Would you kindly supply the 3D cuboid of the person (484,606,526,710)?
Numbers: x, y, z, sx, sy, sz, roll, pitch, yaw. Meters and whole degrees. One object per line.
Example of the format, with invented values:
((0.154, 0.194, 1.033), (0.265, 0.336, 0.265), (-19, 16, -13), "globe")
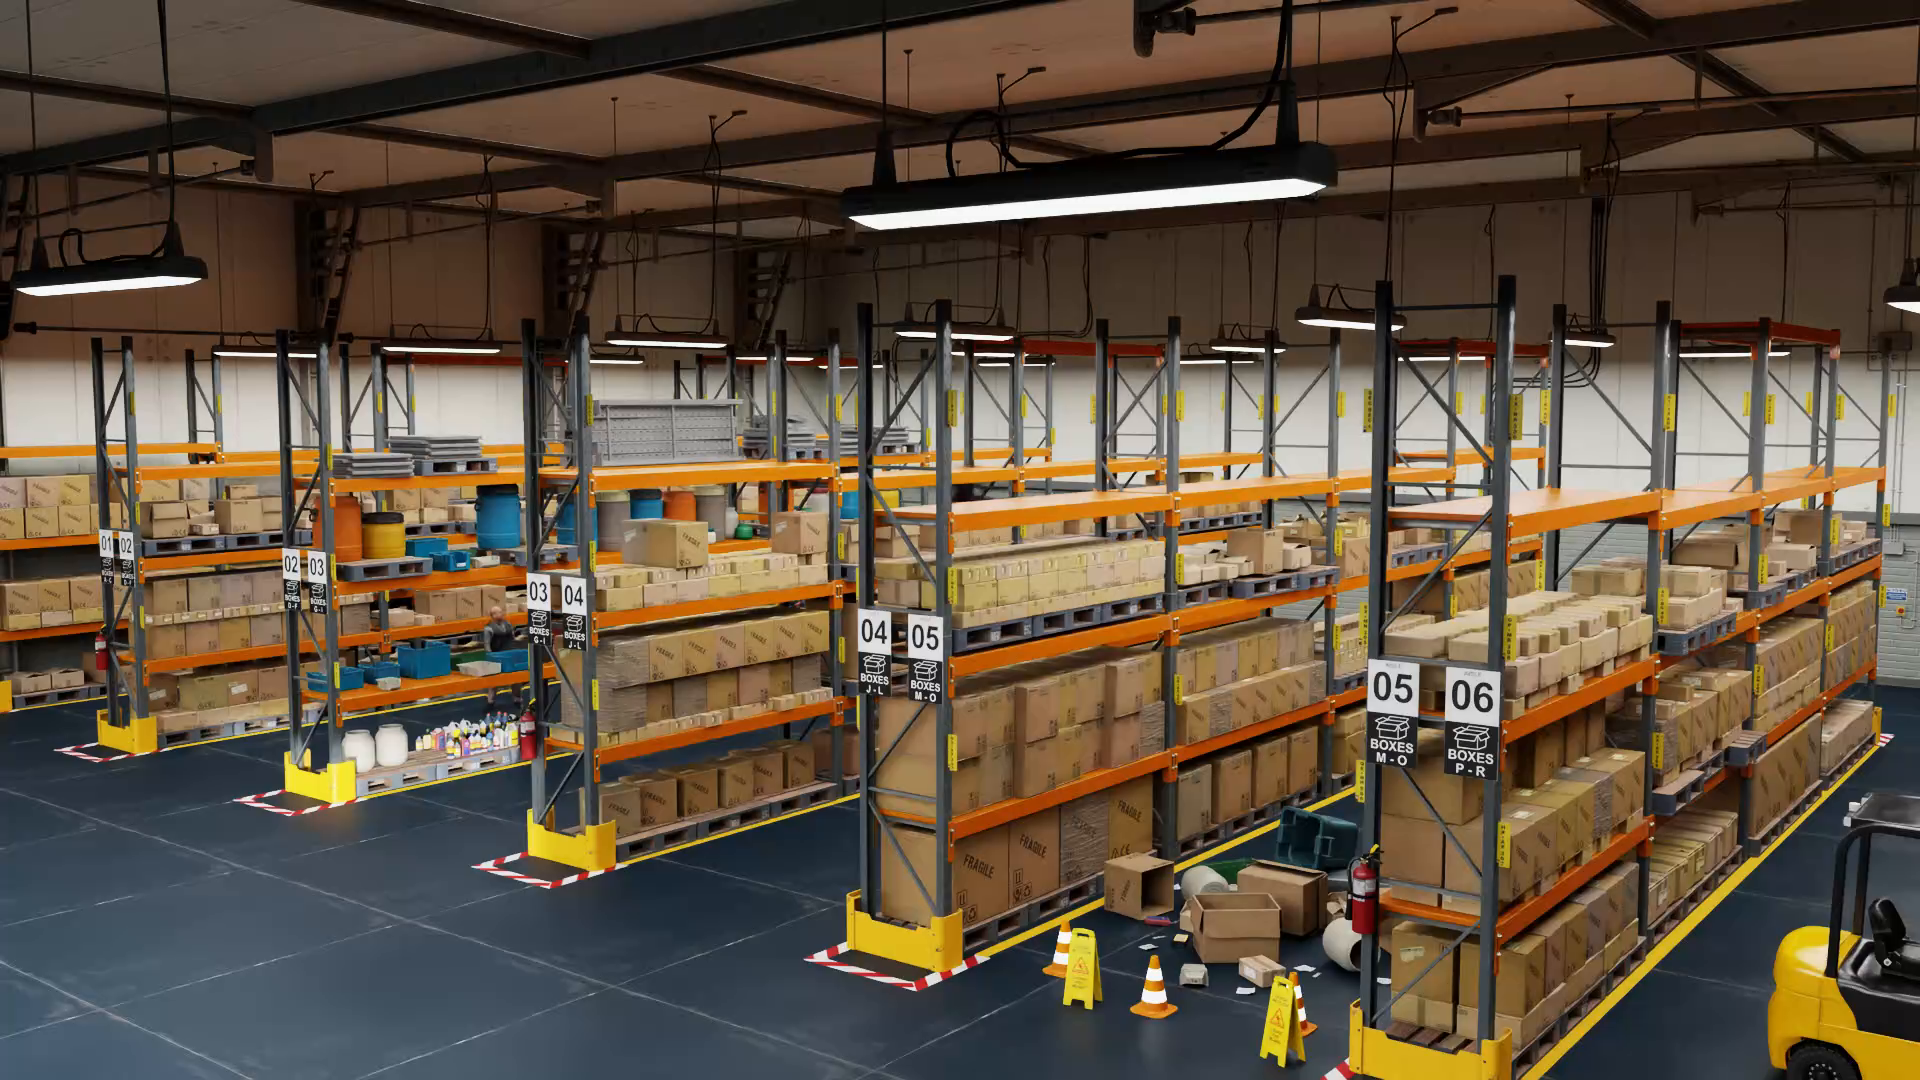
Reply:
((-7.506, 1.960, 27.343), (0.682, 1.754, 0.509), (-4, 6, -37), "person")

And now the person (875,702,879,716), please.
((-1.158, 1.835, 25.453), (0.457, 1.637, 0.939), (4, 6, 35), "person")
